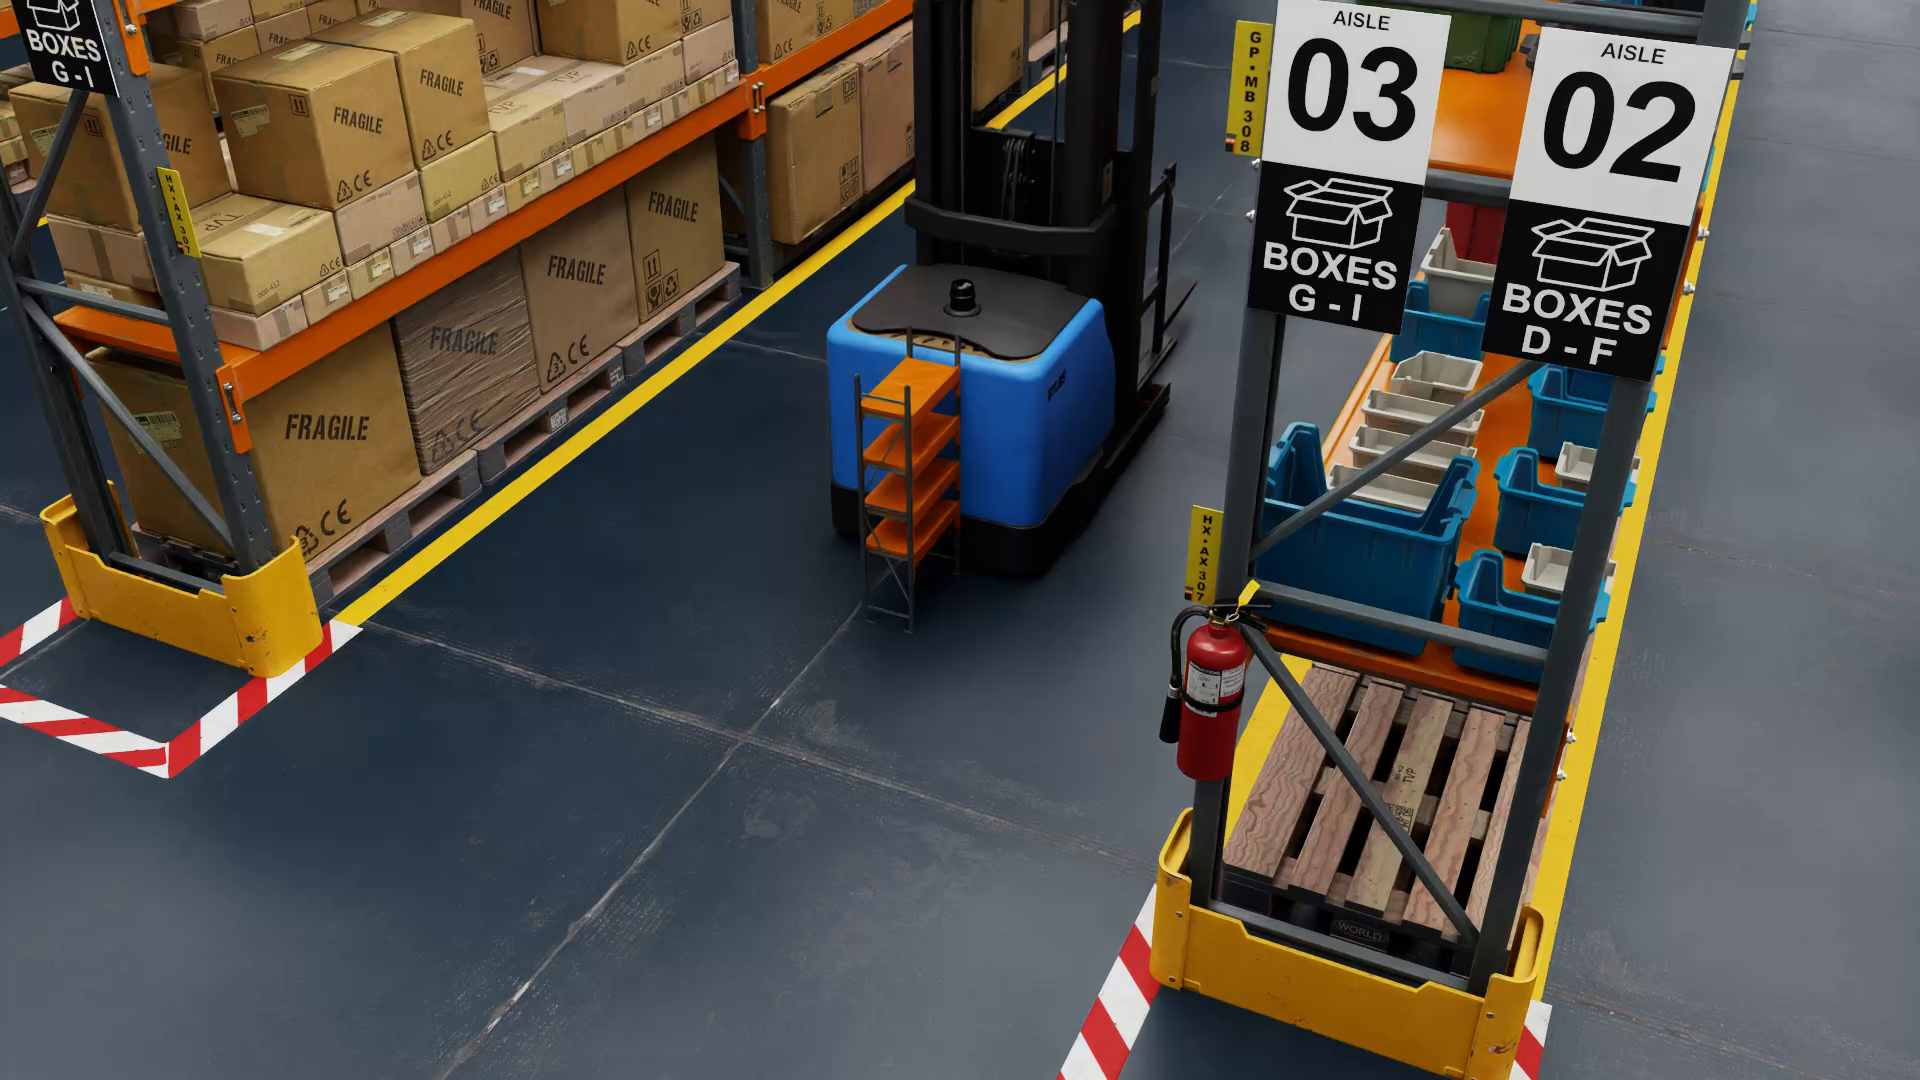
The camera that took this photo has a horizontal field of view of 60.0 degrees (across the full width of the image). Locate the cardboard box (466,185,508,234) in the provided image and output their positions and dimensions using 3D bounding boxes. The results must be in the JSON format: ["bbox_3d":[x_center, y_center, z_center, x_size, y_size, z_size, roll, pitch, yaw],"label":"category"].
[{"bbox_3d":[-2.302,-1.538,7.589,0.380,0.149,0.250,14,36,20],"label":"cardboard box"}]

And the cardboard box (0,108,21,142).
[{"bbox_3d":[-6.336,-2.703,10.811,0.380,0.149,0.250,15,36,22],"label":"cardboard box"}]

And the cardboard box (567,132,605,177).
[{"bbox_3d":[-1.980,-1.921,8.173,0.380,0.149,0.250,14,36,20],"label":"cardboard box"}]

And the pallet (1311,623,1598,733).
[{"bbox_3d":[2.104,0.394,6.956,1.003,0.211,1.213,14,36,20],"label":"pallet"}]

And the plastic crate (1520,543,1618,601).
[{"bbox_3d":[1.824,0.132,4.998,0.250,0.136,0.298,14,36,20],"label":"plastic crate"}]

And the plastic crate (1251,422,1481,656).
[{"bbox_3d":[1.183,-0.014,4.949,0.616,0.435,0.499,14,36,20],"label":"plastic crate"}]

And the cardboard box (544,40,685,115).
[{"bbox_3d":[-1.773,-2.416,8.565,0.500,0.250,0.500,15,36,22],"label":"cardboard box"}]

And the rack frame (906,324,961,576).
[{"bbox_3d":[-0.111,-0.369,7.218,0.240,1.200,0.015,13,36,20],"label":"rack frame"}]

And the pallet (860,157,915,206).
[{"bbox_3d":[-0.849,-2.738,11.734,1.003,0.211,1.213,14,36,20],"label":"pallet"}]

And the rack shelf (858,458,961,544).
[{"bbox_3d":[-0.208,-0.190,7.068,0.258,0.148,0.480,13,36,20],"label":"rack shelf"}]

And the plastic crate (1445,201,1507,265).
[{"bbox_3d":[2.284,-1.421,7.069,0.402,0.464,0.583,14,36,20],"label":"plastic crate"}]

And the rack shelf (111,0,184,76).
[{"bbox_3d":[-2.450,-2.850,7.282,1.077,0.370,4.000,14,36,20],"label":"rack shelf"}]

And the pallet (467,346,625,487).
[{"bbox_3d":[-2.511,-0.756,8.711,1.003,0.211,1.213,14,36,20],"label":"pallet"}]

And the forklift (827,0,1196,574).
[{"bbox_3d":[0.458,-1.872,7.932,1.130,2.935,3.031,13,36,20],"label":"forklift"}]

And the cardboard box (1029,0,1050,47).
[{"bbox_3d":[0.323,-4.362,13.545,0.700,0.500,0.500,12,35,18],"label":"cardboard box"}]

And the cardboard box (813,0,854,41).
[{"bbox_3d":[-0.984,-3.357,10.043,0.500,0.500,0.500,14,36,21],"label":"cardboard box"}]

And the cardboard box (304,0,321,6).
[{"bbox_3d":[-5.088,-4.351,12.863,0.500,0.250,0.500,16,36,22],"label":"cardboard box"}]

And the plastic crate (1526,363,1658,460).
[{"bbox_3d":[2.166,-0.423,5.757,0.416,0.233,0.300,14,36,20],"label":"plastic crate"}]

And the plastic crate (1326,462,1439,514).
[{"bbox_3d":[1.389,-0.127,5.394,0.396,0.136,0.243,14,36,20],"label":"plastic crate"}]

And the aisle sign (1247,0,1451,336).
[{"bbox_3d":[0.916,-0.883,3.990,0.394,0.787,0.004,14,36,20],"label":"aisle sign"}]

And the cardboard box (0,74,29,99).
[{"bbox_3d":[-6.577,-3.066,11.364,0.380,0.149,0.250,16,36,23],"label":"cardboard box"}]

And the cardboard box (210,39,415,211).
[{"bbox_3d":[-2.631,-1.702,6.792,0.500,0.500,0.500,13,36,19],"label":"cardboard box"}]

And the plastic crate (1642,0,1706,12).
[{"bbox_3d":[2.101,-1.691,4.914,0.504,0.338,0.767,14,36,20],"label":"plastic crate"}]

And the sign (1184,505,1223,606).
[{"bbox_3d":[0.706,0.049,4.791,0.100,0.325,0.005,14,36,20],"label":"sign"}]

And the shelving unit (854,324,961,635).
[{"bbox_3d":[-0.208,-0.246,7.031,0.258,1.200,0.503,13,36,20],"label":"shelving unit"}]

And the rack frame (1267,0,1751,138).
[{"bbox_3d":[1.212,-2.273,3.010,1.000,3.000,0.127,14,36,20],"label":"rack frame"}]

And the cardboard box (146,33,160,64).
[{"bbox_3d":[-5.995,-3.638,12.459,0.500,0.500,0.500,13,36,20],"label":"cardboard box"}]

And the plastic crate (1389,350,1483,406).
[{"bbox_3d":[1.725,-0.564,6.061,0.298,0.136,0.250,14,36,20],"label":"plastic crate"}]

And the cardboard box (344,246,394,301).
[{"bbox_3d":[-2.625,-1.153,7.001,0.380,0.149,0.250,13,36,19],"label":"cardboard box"}]

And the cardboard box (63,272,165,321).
[{"bbox_3d":[-3.436,-1.049,6.843,0.380,0.149,0.250,15,36,21],"label":"cardboard box"}]

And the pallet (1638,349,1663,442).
[{"bbox_3d":[3.247,-0.965,9.030,1.003,0.211,1.213,14,36,20],"label":"pallet"}]

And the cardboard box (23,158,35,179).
[{"bbox_3d":[-6.167,-2.535,11.097,0.380,0.149,0.250,13,35,19],"label":"cardboard box"}]

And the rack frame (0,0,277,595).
[{"bbox_3d":[-3.286,-0.901,6.388,1.000,3.000,0.127,14,36,20],"label":"rack frame"}]

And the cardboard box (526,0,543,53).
[{"bbox_3d":[-2.258,-2.845,8.535,0.500,0.500,0.500,14,36,20],"label":"cardboard box"}]

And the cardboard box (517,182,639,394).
[{"bbox_3d":[-2.338,-1.422,8.737,0.875,0.875,0.875,14,36,20],"label":"cardboard box"}]

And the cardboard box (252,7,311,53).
[{"bbox_3d":[-5.306,-3.783,12.680,0.500,0.500,0.500,16,36,23],"label":"cardboard box"}]

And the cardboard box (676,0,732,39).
[{"bbox_3d":[-1.562,-2.978,8.738,0.500,0.500,0.500,15,36,22],"label":"cardboard box"}]

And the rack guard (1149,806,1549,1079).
[{"bbox_3d":[1.214,1.296,5.318,1.175,0.500,0.348,14,36,20],"label":"rack guard"}]

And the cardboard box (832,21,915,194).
[{"bbox_3d":[-0.990,-2.949,11.066,1.225,0.875,0.875,13,35,19],"label":"cardboard box"}]

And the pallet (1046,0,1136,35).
[{"bbox_3d":[0.901,-4.713,14.746,1.003,0.211,1.213,14,36,20],"label":"pallet"}]

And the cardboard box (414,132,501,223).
[{"bbox_3d":[-2.415,-1.649,7.396,0.500,0.250,0.500,13,35,19],"label":"cardboard box"}]

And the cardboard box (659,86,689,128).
[{"bbox_3d":[-1.658,-2.305,8.759,0.380,0.149,0.250,14,36,20],"label":"cardboard box"}]

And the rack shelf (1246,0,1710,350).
[{"bbox_3d":[2.049,-1.714,5.549,1.077,0.370,4.000,14,36,20],"label":"rack shelf"}]

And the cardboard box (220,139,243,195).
[{"bbox_3d":[-3.112,-1.517,7.194,0.500,0.250,0.500,14,36,20],"label":"cardboard box"}]
